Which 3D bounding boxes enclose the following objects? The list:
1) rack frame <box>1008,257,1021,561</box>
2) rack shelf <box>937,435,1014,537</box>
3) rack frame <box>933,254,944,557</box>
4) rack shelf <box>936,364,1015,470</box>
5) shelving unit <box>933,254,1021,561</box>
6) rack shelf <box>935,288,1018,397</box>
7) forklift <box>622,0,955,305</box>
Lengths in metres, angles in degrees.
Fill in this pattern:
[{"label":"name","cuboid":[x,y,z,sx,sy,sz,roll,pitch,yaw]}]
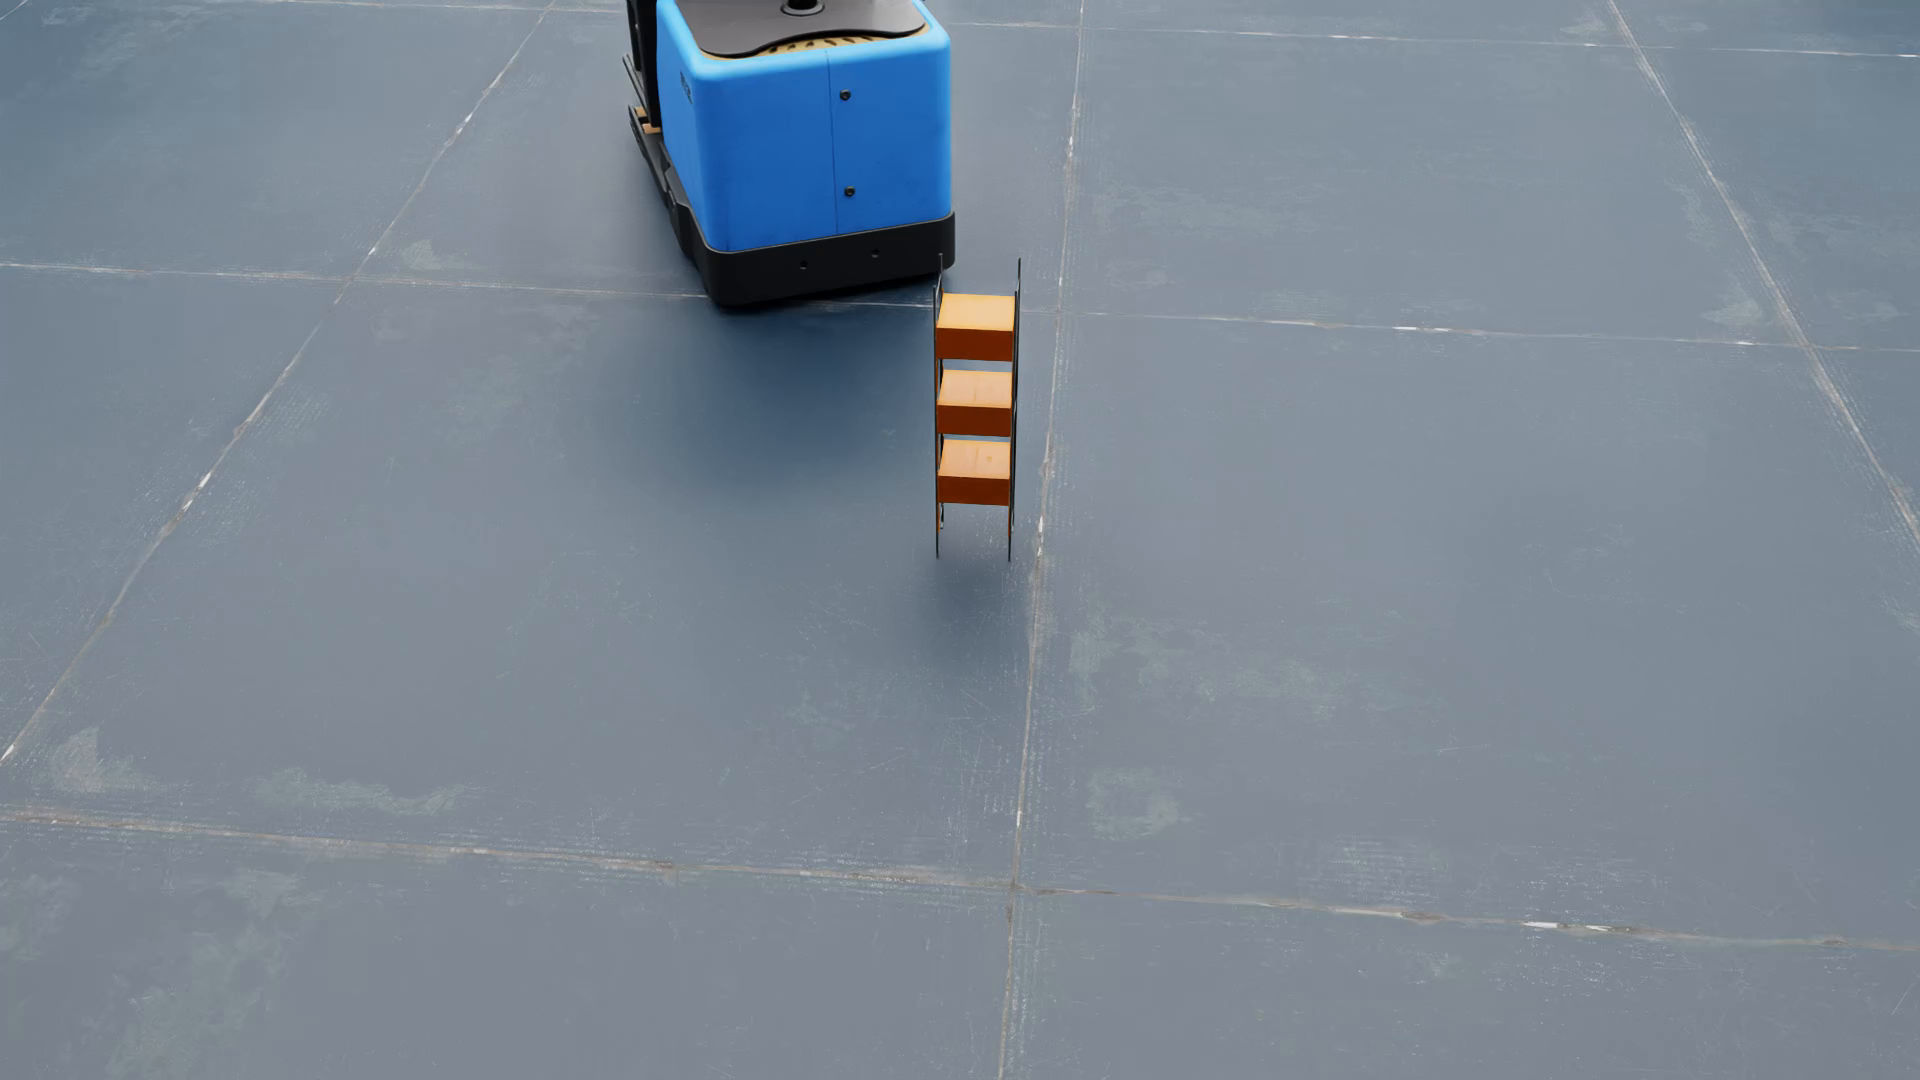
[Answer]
[{"label":"rack frame","cuboid":[0.175,-0.398,5.355,0.008,1.050,0.200,3,39,4]},{"label":"rack shelf","cuboid":[0.053,-0.180,5.545,0.240,0.259,0.215,3,39,4]},{"label":"rack frame","cuboid":[-0.068,-0.411,5.371,0.008,1.050,0.200,3,39,4]},{"label":"rack shelf","cuboid":[0.053,-0.396,5.370,0.240,0.259,0.215,3,39,4]},{"label":"shelving unit","cuboid":[0.053,-0.404,5.363,0.252,1.050,0.215,3,39,4]},{"label":"rack shelf","cuboid":[0.053,-0.616,5.191,0.240,0.259,0.215,3,39,4]},{"label":"forklift","cuboid":[-0.966,-3.028,7.096,1.130,2.935,3.031,-12,41,-14]}]
